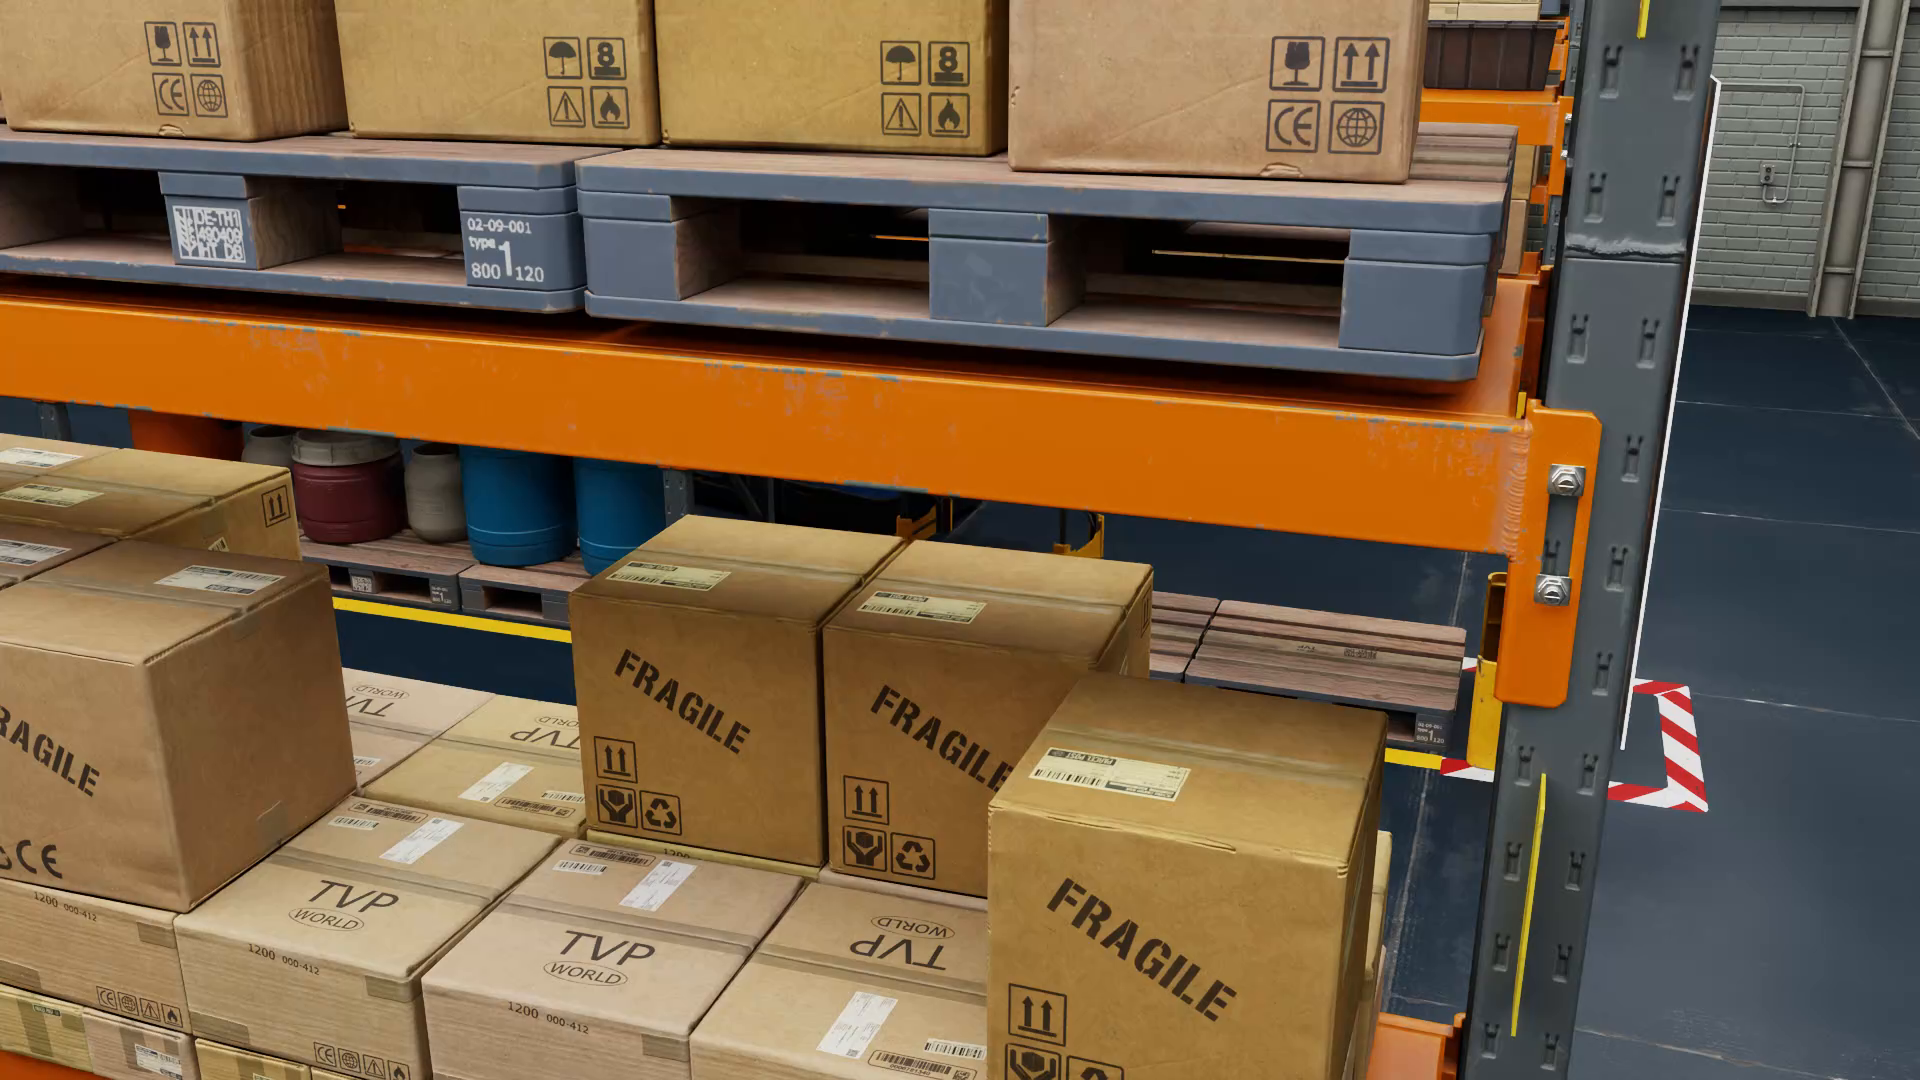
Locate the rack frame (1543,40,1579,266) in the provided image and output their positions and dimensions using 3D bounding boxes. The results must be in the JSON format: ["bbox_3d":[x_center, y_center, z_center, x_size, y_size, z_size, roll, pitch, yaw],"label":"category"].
[{"bbox_3d":[2.530,-0.590,7.213,0.127,3.000,1.000,7,20,18],"label":"rack frame"}]

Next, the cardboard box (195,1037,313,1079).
[{"bbox_3d":[-1.231,0.939,3.206,0.250,0.149,0.380,6,20,16],"label":"cardboard box"}]

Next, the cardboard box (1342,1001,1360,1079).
[{"bbox_3d":[0.359,0.910,2.684,0.500,0.250,0.500,6,20,17],"label":"cardboard box"}]

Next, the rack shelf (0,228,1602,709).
[{"bbox_3d":[-0.985,-0.343,3.039,4.000,0.370,1.077,7,20,18],"label":"rack shelf"}]

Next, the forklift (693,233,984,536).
[{"bbox_3d":[-1.315,-1.752,10.648,3.031,2.935,1.130,14,24,35],"label":"forklift"}]

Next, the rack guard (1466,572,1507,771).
[{"bbox_3d":[2.557,0.588,7.629,0.348,0.500,1.175,7,20,18],"label":"rack guard"}]

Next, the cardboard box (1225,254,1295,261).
[{"bbox_3d":[2.210,-2.306,11.983,0.500,0.500,0.500,6,20,17],"label":"cardboard box"}]

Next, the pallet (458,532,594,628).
[{"bbox_3d":[-1.964,0.198,9.188,1.213,0.211,1.003,7,20,18],"label":"pallet"}]

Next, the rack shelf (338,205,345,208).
[{"bbox_3d":[-5.288,-2.871,14.847,4.000,0.370,1.077,7,20,18],"label":"rack shelf"}]

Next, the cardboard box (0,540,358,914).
[{"bbox_3d":[-1.550,0.335,3.194,0.500,0.500,0.500,6,20,16],"label":"cardboard box"}]

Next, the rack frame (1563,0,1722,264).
[{"bbox_3d":[0.904,-1.883,1.808,0.127,3.000,1.000,7,20,18],"label":"rack frame"}]

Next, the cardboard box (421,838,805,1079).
[{"bbox_3d":[-0.601,0.800,2.999,0.500,0.250,0.500,6,20,16],"label":"cardboard box"}]

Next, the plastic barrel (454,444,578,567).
[{"bbox_3d":[-2.426,-0.371,9.132,0.708,0.901,0.600,7,20,18],"label":"plastic barrel"}]

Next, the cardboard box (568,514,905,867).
[{"bbox_3d":[-0.424,0.282,3.347,0.500,0.500,0.500,6,20,17],"label":"cardboard box"}]

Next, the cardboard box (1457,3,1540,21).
[{"bbox_3d":[3.587,-3.449,11.085,0.500,0.250,0.500,7,20,18],"label":"cardboard box"}]

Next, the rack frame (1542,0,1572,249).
[{"bbox_3d":[5.781,-3.671,16.050,0.127,3.000,1.000,7,20,18],"label":"rack frame"}]

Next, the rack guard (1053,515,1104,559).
[{"bbox_3d":[0.682,0.058,9.529,0.087,0.250,0.587,9,21,25],"label":"rack guard"}]

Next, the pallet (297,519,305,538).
[{"bbox_3d":[-4.269,-0.066,9.944,1.213,0.211,1.003,7,20,18],"label":"pallet"}]

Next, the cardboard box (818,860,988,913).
[{"bbox_3d":[0.046,0.690,3.316,0.500,0.250,0.500,6,20,17],"label":"cardboard box"}]

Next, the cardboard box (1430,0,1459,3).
[{"bbox_3d":[3.117,-3.742,11.165,0.500,0.250,0.500,7,20,18],"label":"cardboard box"}]

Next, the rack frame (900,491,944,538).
[{"bbox_3d":[-0.225,-0.682,9.754,0.032,1.500,0.500,9,21,25],"label":"rack frame"}]

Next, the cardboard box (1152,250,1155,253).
[{"bbox_3d":[1.257,-2.415,12.296,0.500,0.500,0.500,7,20,19],"label":"cardboard box"}]

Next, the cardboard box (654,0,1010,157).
[{"bbox_3d":[-0.097,-0.897,2.595,0.500,0.500,0.700,6,20,16],"label":"cardboard box"}]

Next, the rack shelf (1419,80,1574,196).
[{"bbox_3d":[0.640,-1.883,7.457,4.000,0.370,1.077,7,20,18],"label":"rack shelf"}]

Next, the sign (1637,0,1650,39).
[{"bbox_3d":[0.713,-0.680,1.689,0.005,0.325,0.100,7,20,18],"label":"sign"}]

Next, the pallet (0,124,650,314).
[{"bbox_3d":[-0.956,-0.633,2.913,1.213,0.211,1.003,7,20,18],"label":"pallet"}]

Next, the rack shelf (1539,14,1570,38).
[{"bbox_3d":[3.891,-4.964,16.294,4.000,0.370,1.077,7,20,18],"label":"rack shelf"}]

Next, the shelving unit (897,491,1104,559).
[{"bbox_3d":[0.237,-0.605,9.535,1.083,1.500,0.587,9,21,25],"label":"shelving unit"}]

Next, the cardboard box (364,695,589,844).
[{"bbox_3d":[-0.922,0.580,3.631,0.500,0.250,0.500,6,20,17],"label":"cardboard box"}]

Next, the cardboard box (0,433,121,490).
[{"bbox_3d":[-2.352,0.060,3.983,0.500,0.500,0.500,7,20,20],"label":"cardboard box"}]

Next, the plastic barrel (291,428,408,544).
[{"bbox_3d":[-3.493,-0.345,9.533,0.708,0.588,0.600,7,20,18],"label":"plastic barrel"}]

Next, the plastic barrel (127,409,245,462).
[{"bbox_3d":[-4.560,-0.581,9.844,0.708,0.830,0.600,7,20,18],"label":"plastic barrel"}]

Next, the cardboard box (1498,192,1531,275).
[{"bbox_3d":[3.646,-2.141,11.510,0.500,0.500,0.500,7,20,20],"label":"cardboard box"}]

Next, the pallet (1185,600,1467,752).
[{"bbox_3d":[1.763,0.625,7.962,1.213,0.211,1.003,7,20,18],"label":"pallet"}]

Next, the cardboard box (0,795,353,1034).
[{"bbox_3d":[-1.557,0.689,3.317,0.500,0.250,0.500,7,20,19],"label":"cardboard box"}]

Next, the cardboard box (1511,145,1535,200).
[{"bbox_3d":[3.648,-2.612,11.342,0.500,0.500,0.500,6,20,18],"label":"cardboard box"}]

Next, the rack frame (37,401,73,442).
[{"bbox_3d":[-5.027,-1.455,9.692,0.127,3.000,1.000,7,20,18],"label":"rack frame"}]

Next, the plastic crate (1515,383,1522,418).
[{"bbox_3d":[2.152,-0.614,7.134,0.499,0.435,0.616,7,20,18],"label":"plastic crate"}]

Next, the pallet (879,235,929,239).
[{"bbox_3d":[-0.339,-2.592,13.246,1.213,0.211,1.003,7,20,18],"label":"pallet"}]

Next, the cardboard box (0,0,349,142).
[{"bbox_3d":[-1.162,-0.966,2.791,0.500,0.500,0.700,7,21,20],"label":"cardboard box"}]

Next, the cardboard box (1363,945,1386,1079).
[{"bbox_3d":[0.677,0.927,3.241,0.250,0.149,0.380,7,20,19],"label":"cardboard box"}]

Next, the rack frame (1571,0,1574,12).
[{"bbox_3d":[4.159,-4.963,10.643,0.127,3.000,1.000,7,20,18],"label":"rack frame"}]

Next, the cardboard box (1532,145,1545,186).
[{"bbox_3d":[5.296,-3.864,16.150,0.700,0.700,0.980,7,21,21],"label":"cardboard box"}]

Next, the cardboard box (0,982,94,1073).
[{"bbox_3d":[-1.716,0.884,3.366,0.250,0.149,0.380,6,20,17],"label":"cardboard box"}]

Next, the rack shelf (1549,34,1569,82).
[{"bbox_3d":[2.269,-3.423,11.875,4.000,0.370,1.077,7,20,18],"label":"rack shelf"}]

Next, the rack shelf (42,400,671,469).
[{"bbox_3d":[-3.138,-0.899,9.191,4.000,0.370,1.077,7,20,18],"label":"rack shelf"}]

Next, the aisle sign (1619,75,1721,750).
[{"bbox_3d":[0.874,-0.177,2.077,0.004,0.787,0.394,7,20,18],"label":"aisle sign"}]
